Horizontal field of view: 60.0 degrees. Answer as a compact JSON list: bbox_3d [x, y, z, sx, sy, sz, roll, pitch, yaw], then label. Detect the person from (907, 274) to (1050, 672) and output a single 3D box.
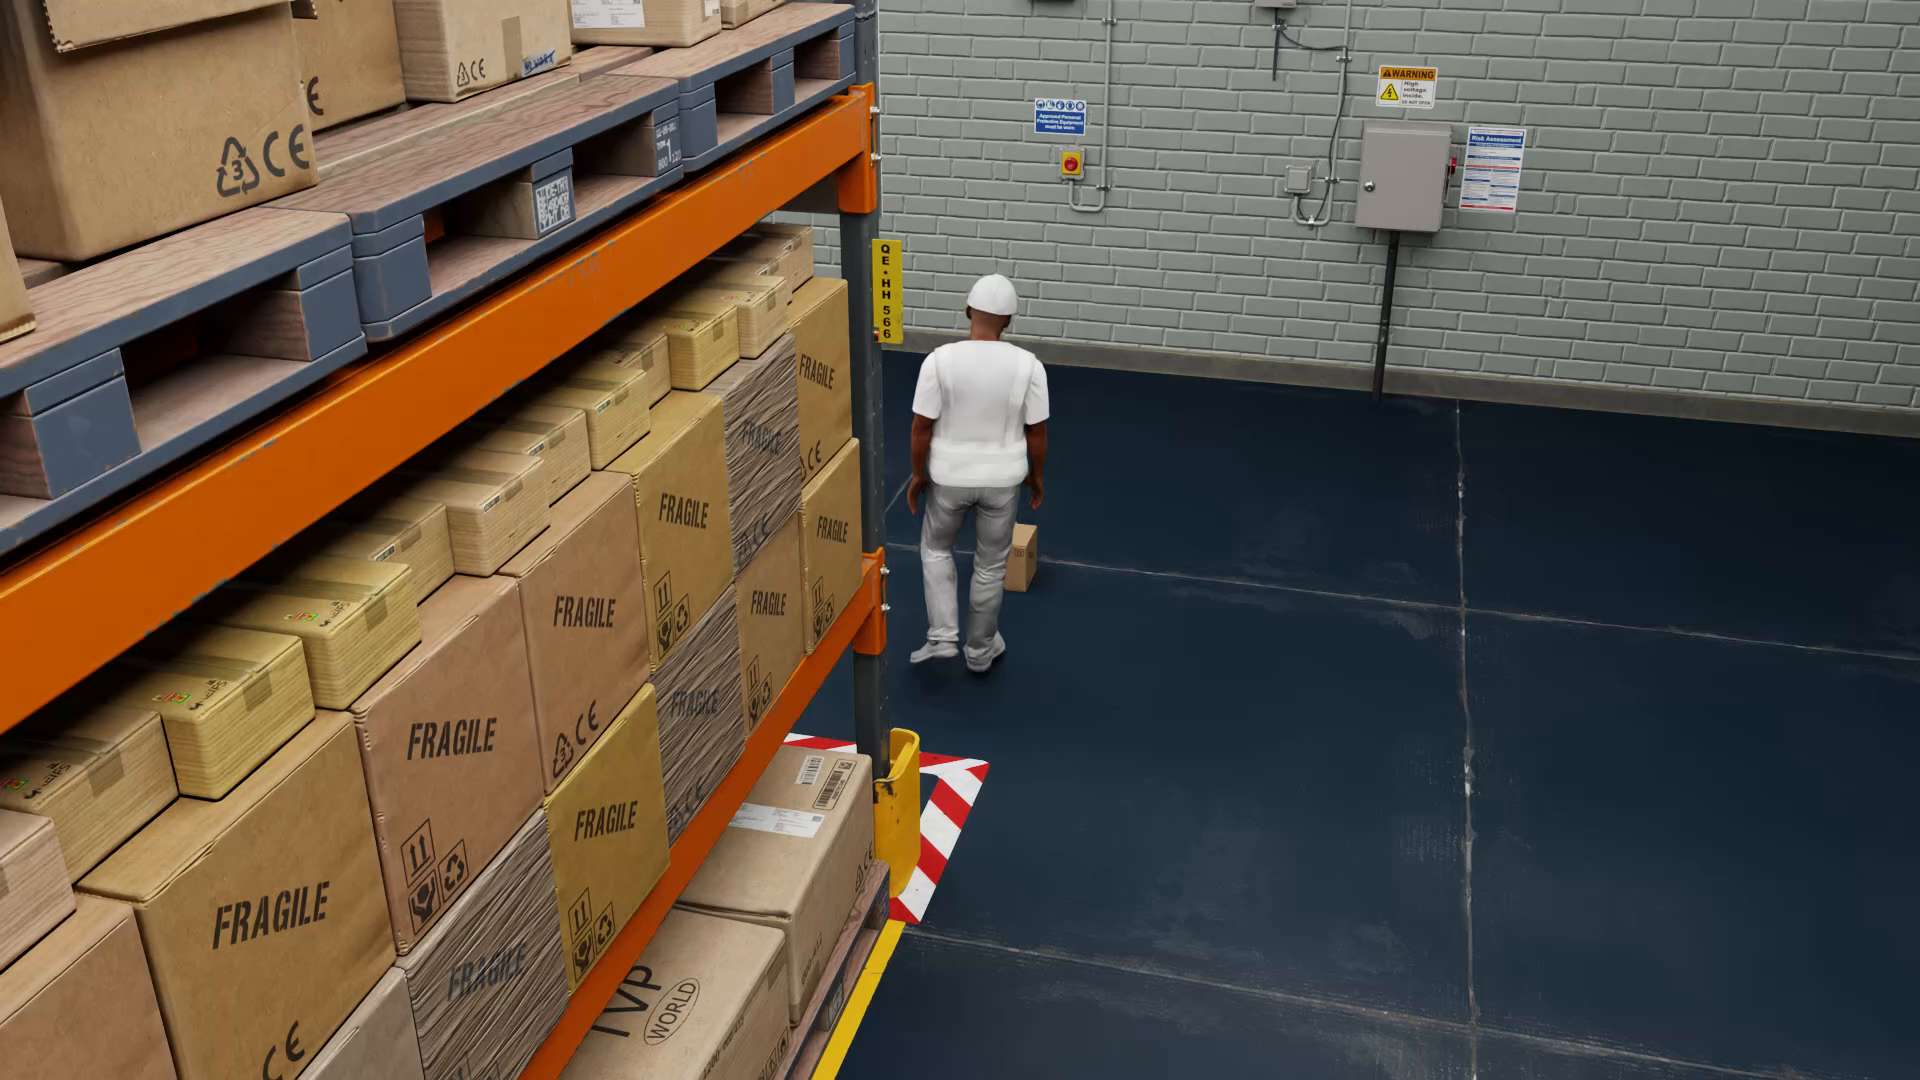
[{"bbox_3d":[0.074,-0.252,7.064,0.598,1.762,0.481,2,25,4],"label":"person"}]
